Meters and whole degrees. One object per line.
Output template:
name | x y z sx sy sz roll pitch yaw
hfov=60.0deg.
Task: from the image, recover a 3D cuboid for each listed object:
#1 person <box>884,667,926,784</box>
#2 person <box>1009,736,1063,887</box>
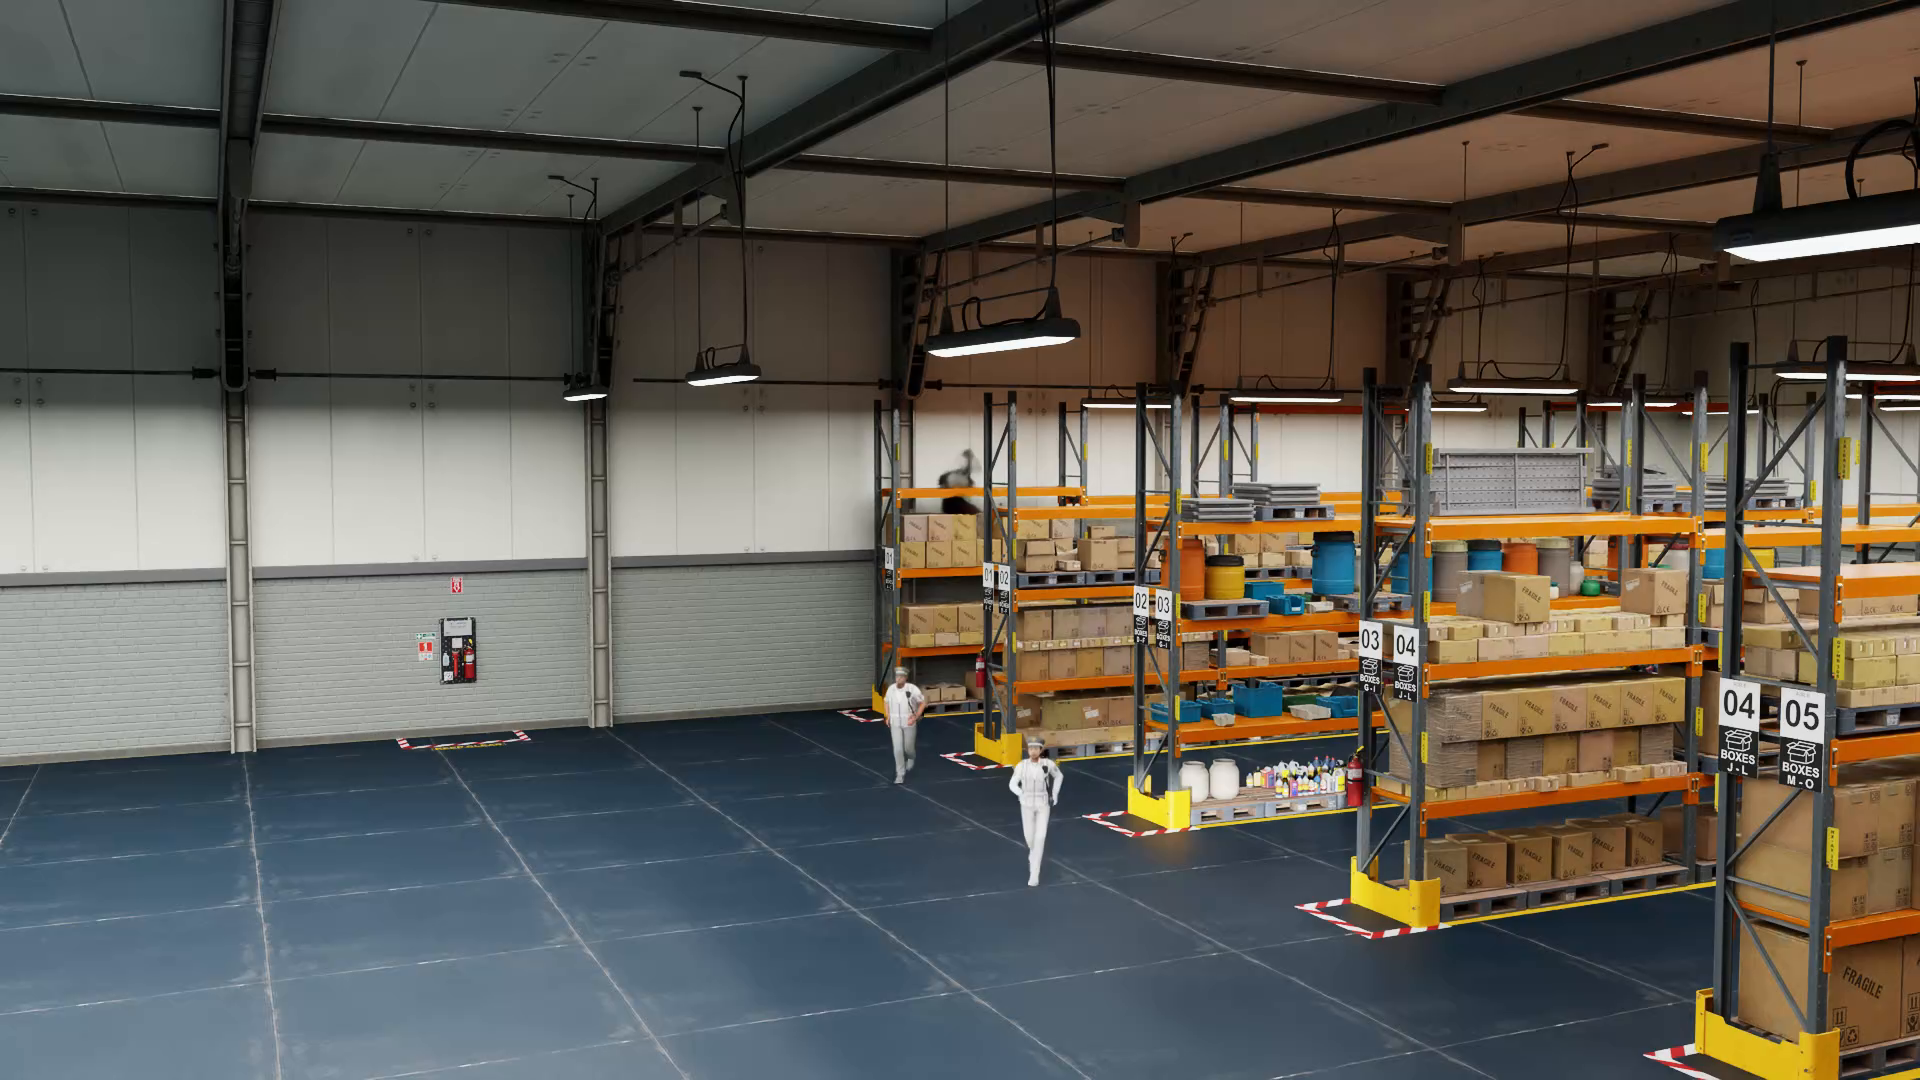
person | -0.845 2.802 25.451 0.659 1.777 0.780 1 3 12
person | 0.900 3.170 19.765 0.626 1.706 0.921 1 3 9
